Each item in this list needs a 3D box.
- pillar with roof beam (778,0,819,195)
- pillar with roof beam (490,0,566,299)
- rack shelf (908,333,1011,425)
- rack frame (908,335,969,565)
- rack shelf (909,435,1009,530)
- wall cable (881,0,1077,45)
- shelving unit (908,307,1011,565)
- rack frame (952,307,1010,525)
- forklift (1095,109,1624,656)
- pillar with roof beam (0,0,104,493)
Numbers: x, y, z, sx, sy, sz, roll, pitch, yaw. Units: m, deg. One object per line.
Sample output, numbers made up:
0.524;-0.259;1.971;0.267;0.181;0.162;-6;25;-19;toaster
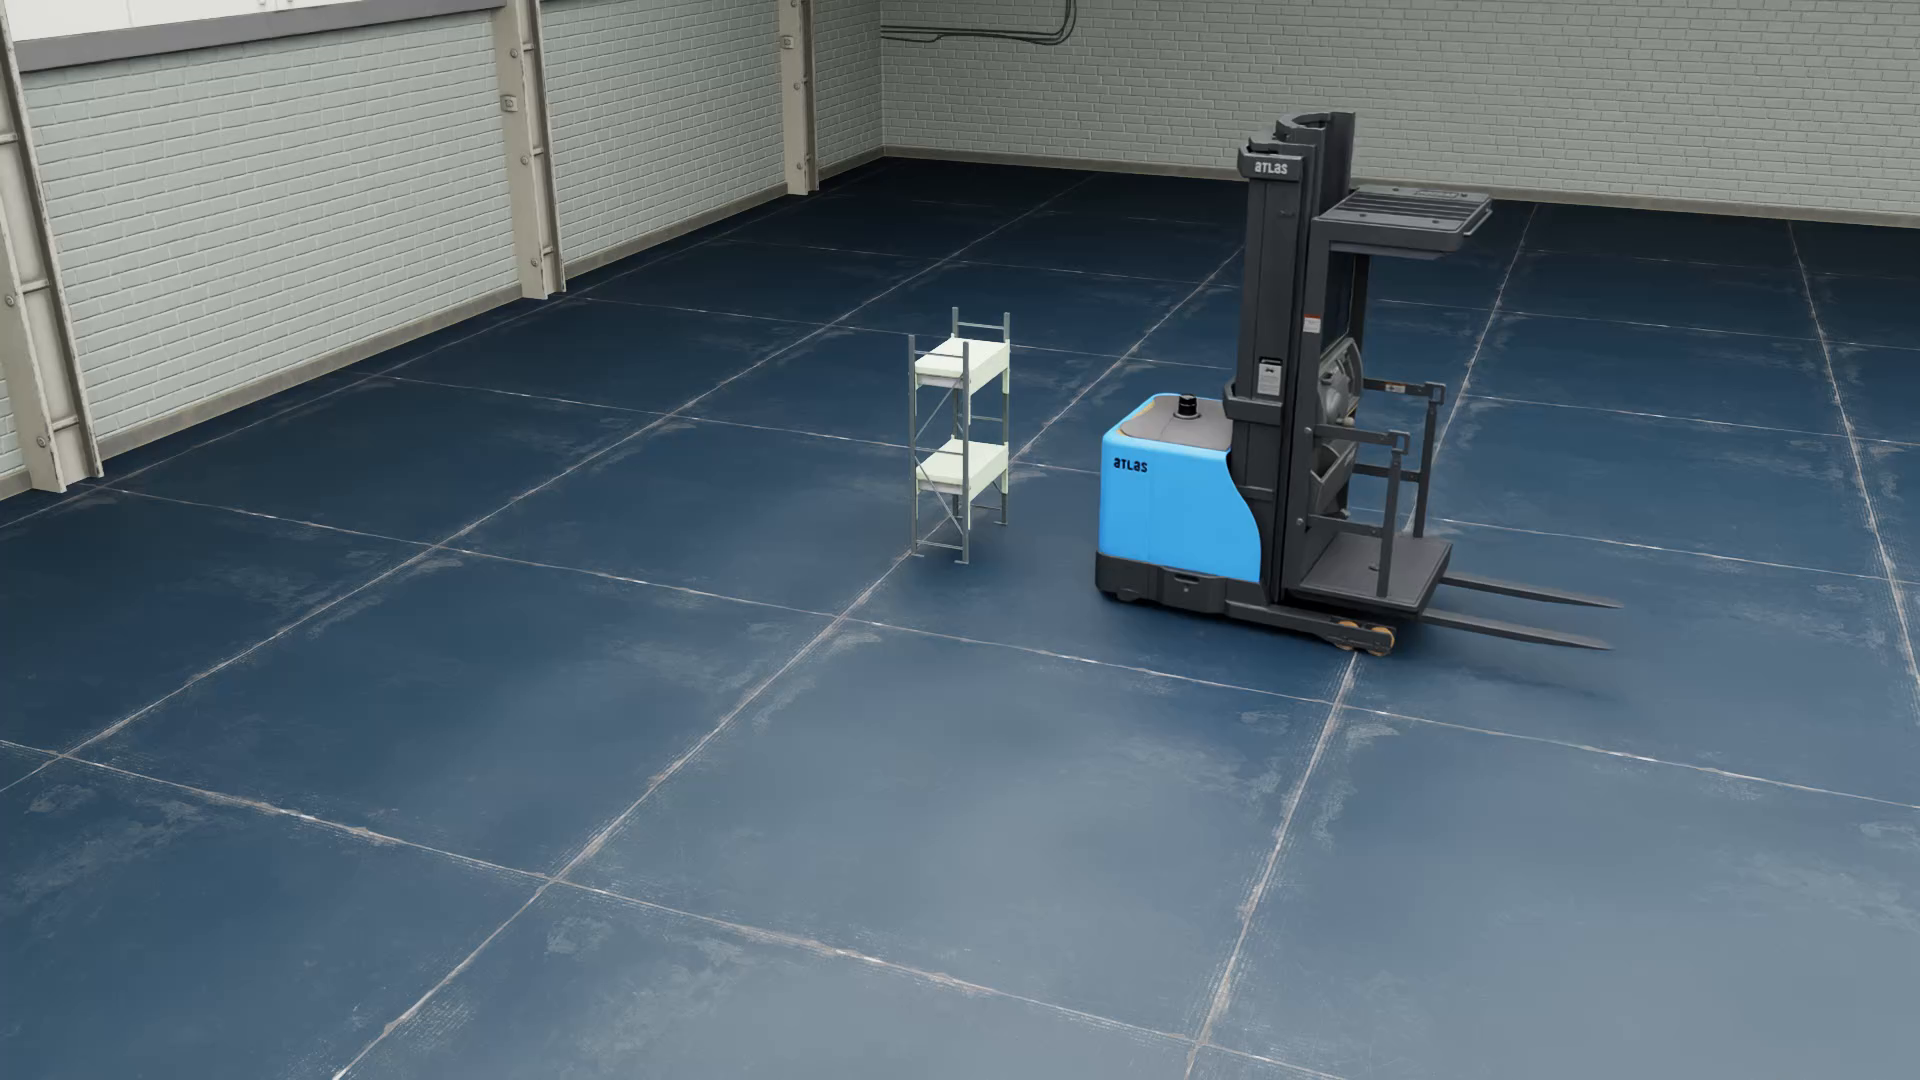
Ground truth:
1.859;-8.264;19.360;9.100;9.000;0.400;9;24;20;pillar with roof beam
-0.370;-6.117;14.219;9.100;9.000;0.400;9;24;20;pillar with roof beam
0.002;-1.055;10.816;0.431;0.370;0.720;9;24;20;rack shelf
-0.133;-0.563;10.653;0.400;1.500;0.023;9;24;20;rack frame
0.002;-0.394;11.092;0.431;0.370;0.720;9;24;20;rack shelf
0.184;-8.313;23.504;3.097;2.526;0.112;9;24;20;wall cable
0.002;-0.694;10.967;0.431;1.500;0.755;9;24;20;shelving unit
0.138;-0.825;11.280;0.400;1.500;0.023;9;24;20;rack frame
2.398;-0.913;9.632;3.031;2.935;1.130;11;25;24;forklift
-2.599;-3.970;9.079;9.100;9.000;0.400;9;24;20;pillar with roof beam
